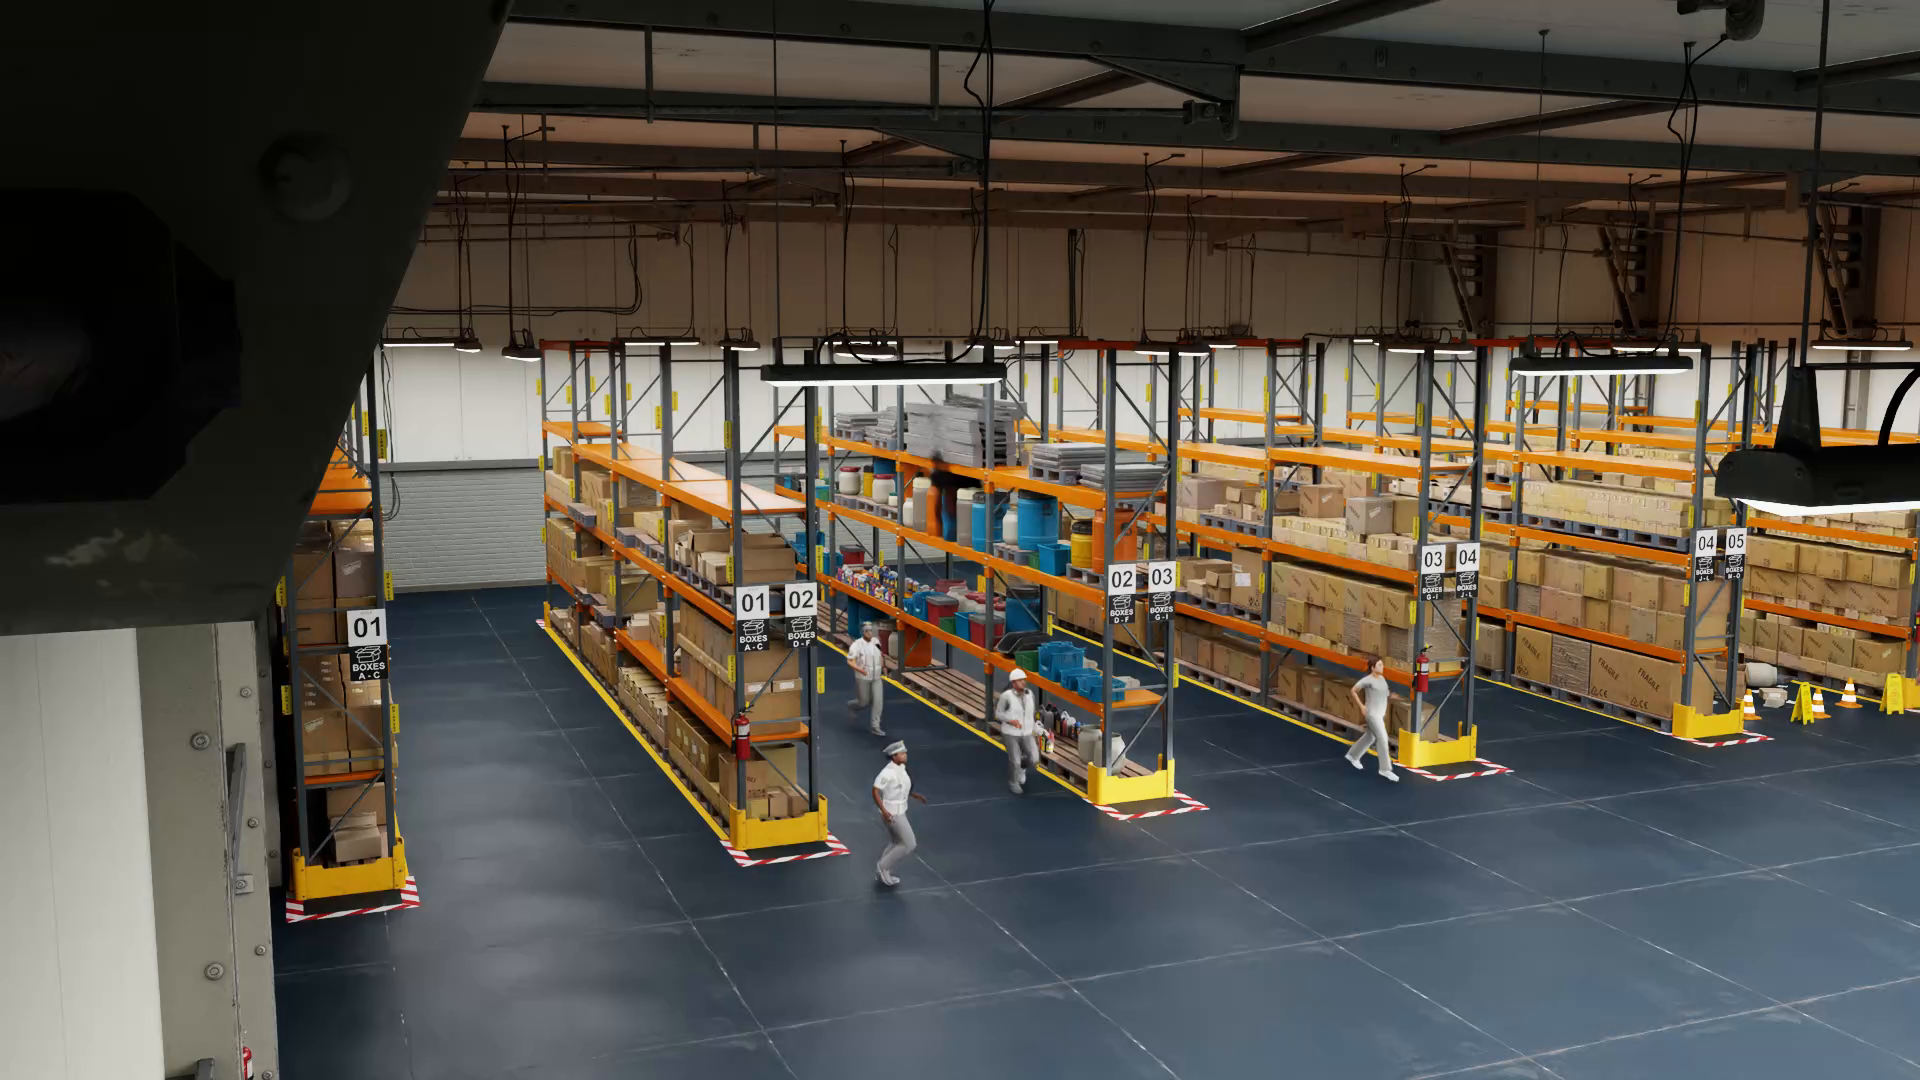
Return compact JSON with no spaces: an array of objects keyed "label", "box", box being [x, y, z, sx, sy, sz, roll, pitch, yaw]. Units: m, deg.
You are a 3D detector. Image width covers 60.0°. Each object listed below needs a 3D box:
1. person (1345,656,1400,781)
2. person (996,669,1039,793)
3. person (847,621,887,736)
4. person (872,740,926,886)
[{"label":"person","box":[5.790,2.460,23.262,0.900,1.686,0.552,6,10,41]},{"label":"person","box":[0.806,2.580,22.363,0.653,1.716,0.597,-3,8,-24]},{"label":"person","box":[-1.416,2.117,25.836,0.678,1.748,0.917,-4,9,-30]},{"label":"person","box":[-0.689,3.071,18.776,0.581,1.664,0.585,1,8,10]}]
